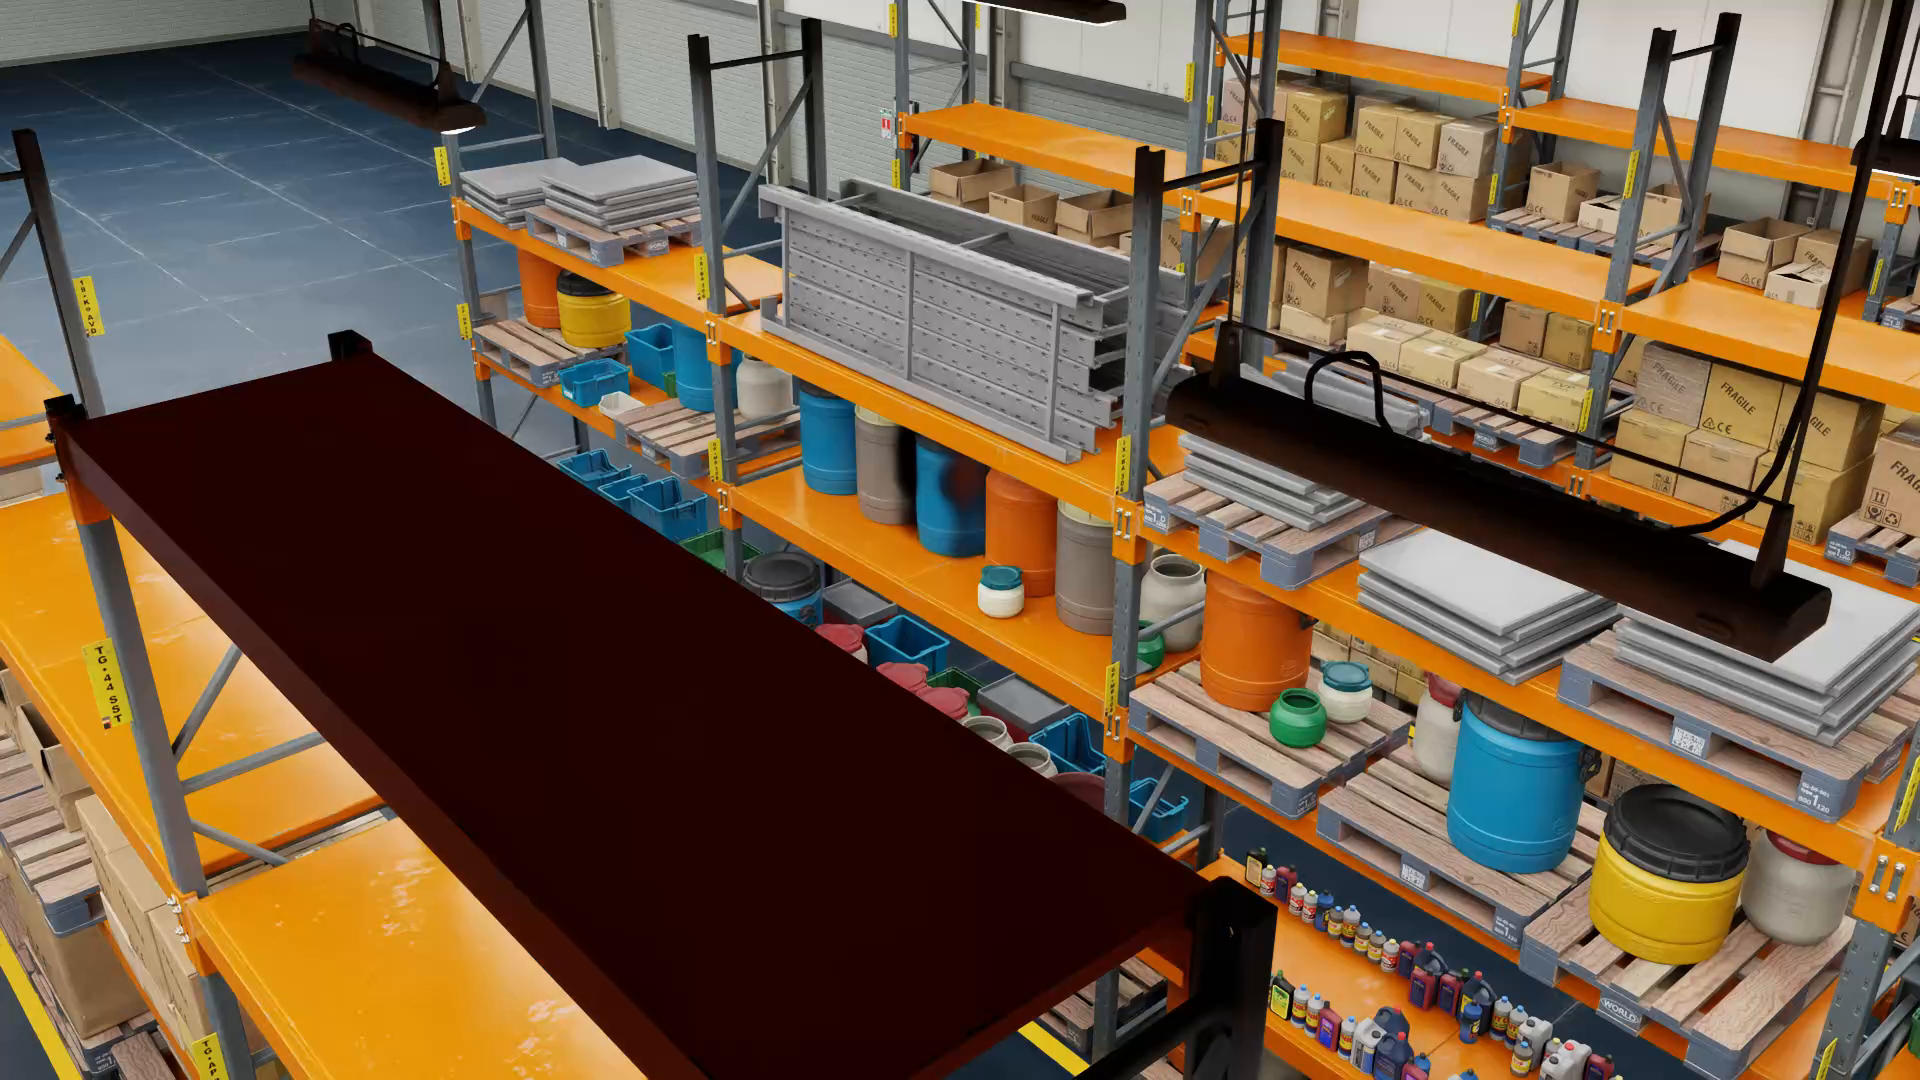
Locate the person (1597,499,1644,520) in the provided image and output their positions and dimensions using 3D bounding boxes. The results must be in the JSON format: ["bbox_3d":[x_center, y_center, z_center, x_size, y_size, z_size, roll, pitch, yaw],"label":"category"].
[{"bbox_3d":[6.313,-0.121,15.986,0.471,1.701,0.386,19,33,33],"label":"person"}]
